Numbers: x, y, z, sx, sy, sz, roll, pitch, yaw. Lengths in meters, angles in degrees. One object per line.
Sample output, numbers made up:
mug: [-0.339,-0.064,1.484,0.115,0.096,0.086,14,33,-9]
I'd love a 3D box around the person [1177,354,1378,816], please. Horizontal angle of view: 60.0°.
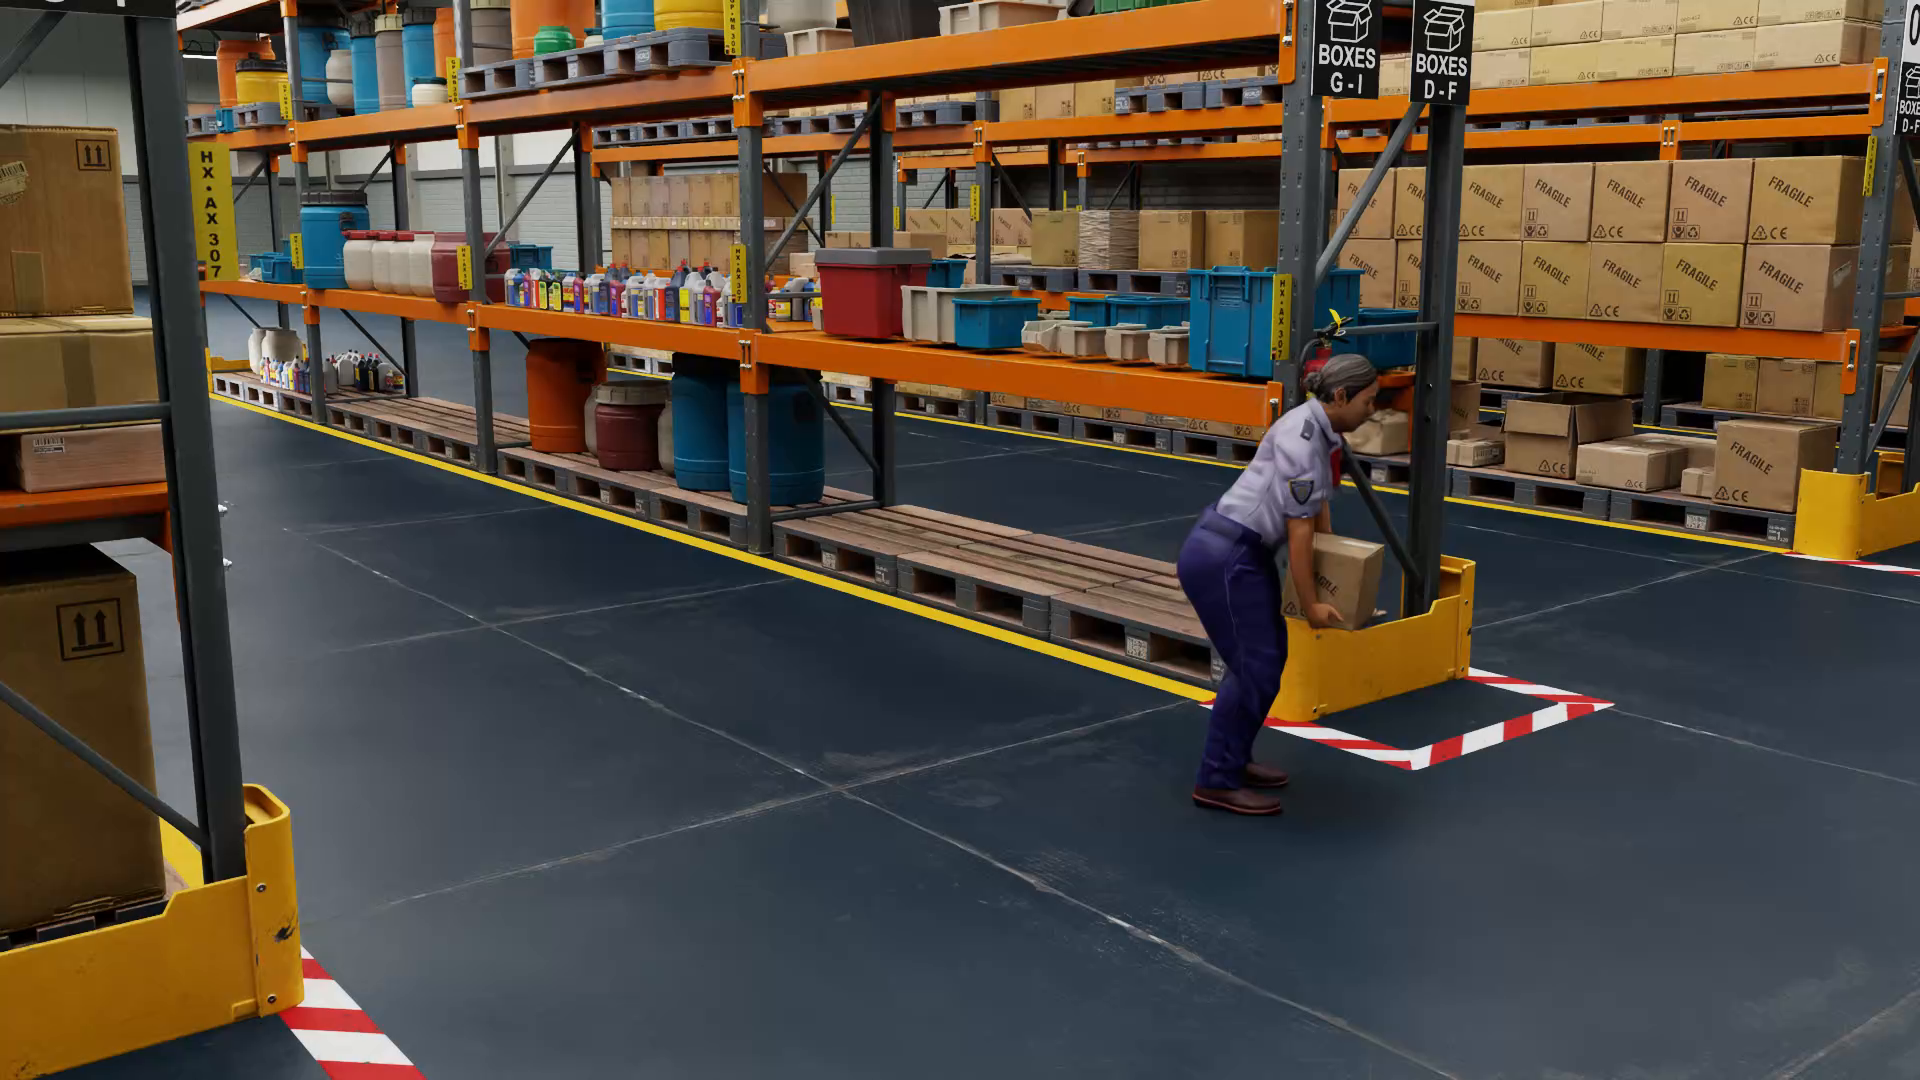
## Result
person: [1.052,0.139,5.590,0.623,1.531,0.454,3,11,15]
